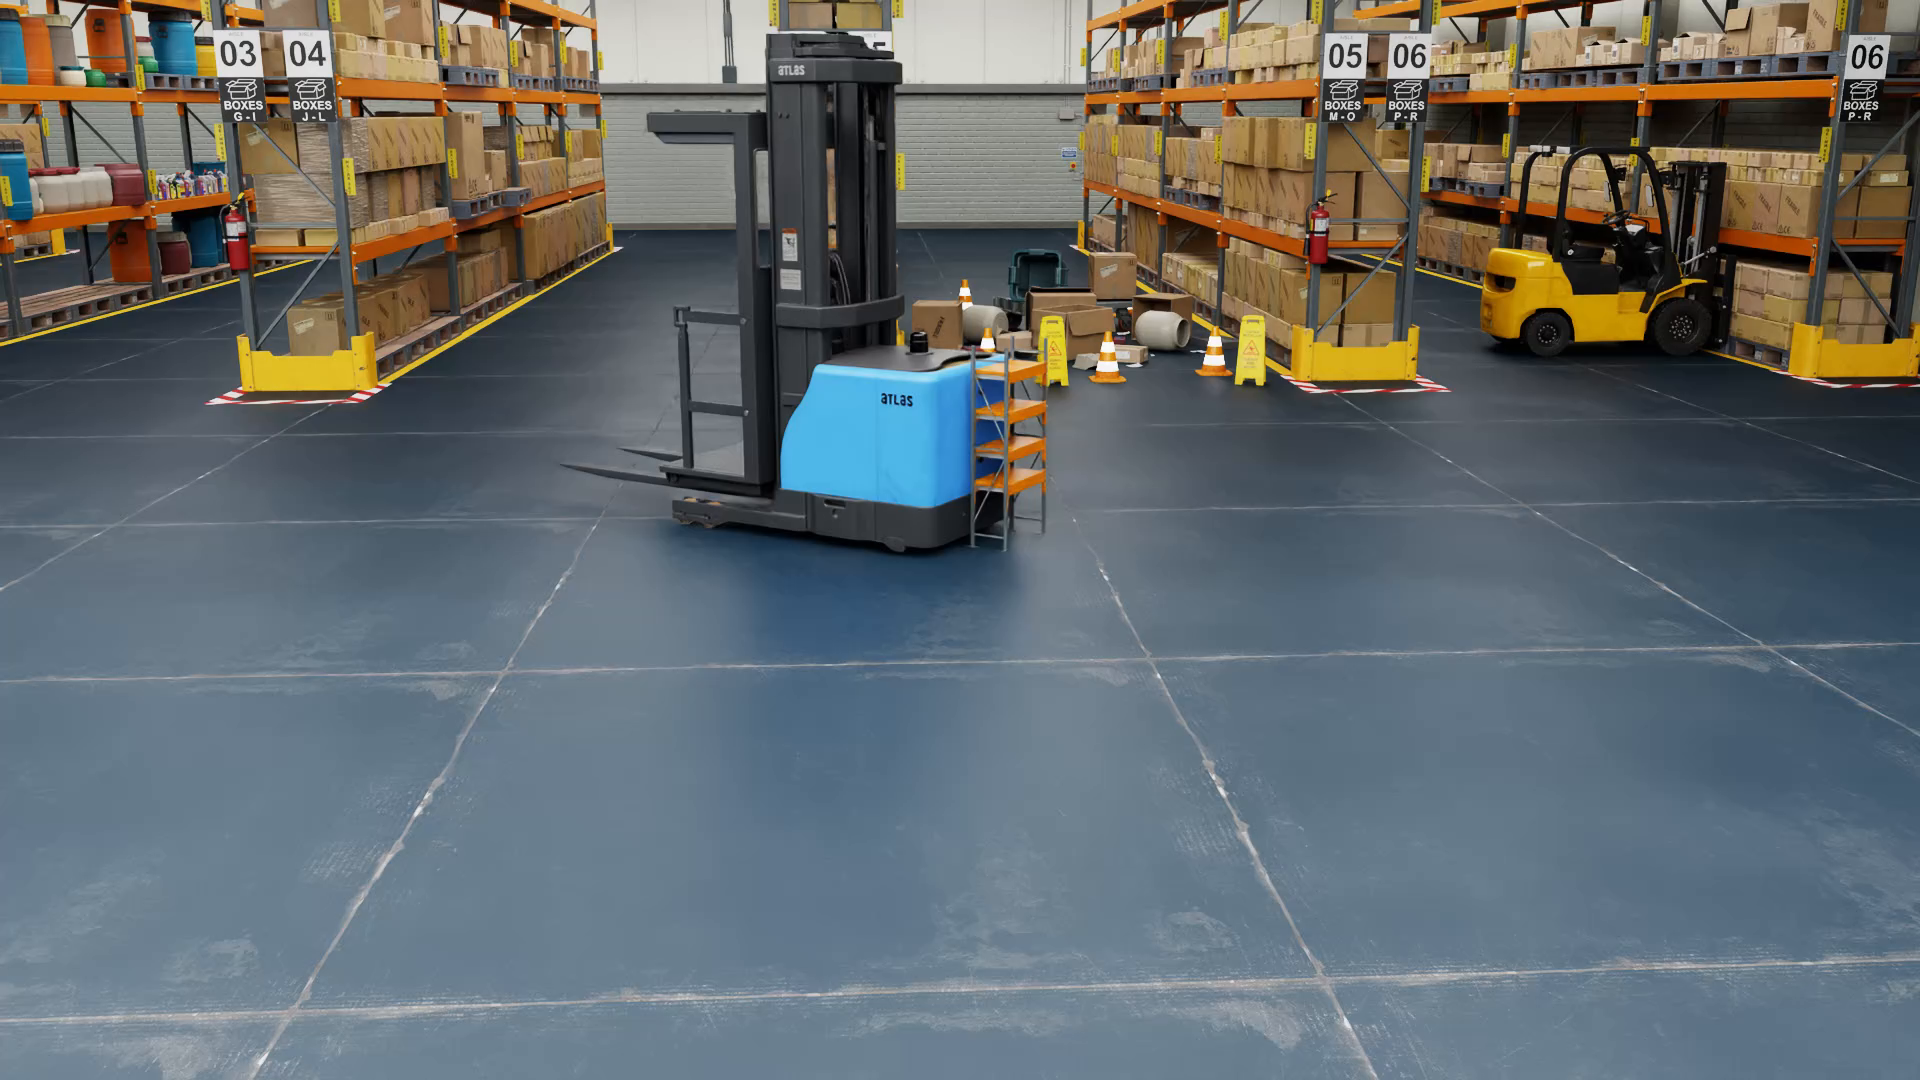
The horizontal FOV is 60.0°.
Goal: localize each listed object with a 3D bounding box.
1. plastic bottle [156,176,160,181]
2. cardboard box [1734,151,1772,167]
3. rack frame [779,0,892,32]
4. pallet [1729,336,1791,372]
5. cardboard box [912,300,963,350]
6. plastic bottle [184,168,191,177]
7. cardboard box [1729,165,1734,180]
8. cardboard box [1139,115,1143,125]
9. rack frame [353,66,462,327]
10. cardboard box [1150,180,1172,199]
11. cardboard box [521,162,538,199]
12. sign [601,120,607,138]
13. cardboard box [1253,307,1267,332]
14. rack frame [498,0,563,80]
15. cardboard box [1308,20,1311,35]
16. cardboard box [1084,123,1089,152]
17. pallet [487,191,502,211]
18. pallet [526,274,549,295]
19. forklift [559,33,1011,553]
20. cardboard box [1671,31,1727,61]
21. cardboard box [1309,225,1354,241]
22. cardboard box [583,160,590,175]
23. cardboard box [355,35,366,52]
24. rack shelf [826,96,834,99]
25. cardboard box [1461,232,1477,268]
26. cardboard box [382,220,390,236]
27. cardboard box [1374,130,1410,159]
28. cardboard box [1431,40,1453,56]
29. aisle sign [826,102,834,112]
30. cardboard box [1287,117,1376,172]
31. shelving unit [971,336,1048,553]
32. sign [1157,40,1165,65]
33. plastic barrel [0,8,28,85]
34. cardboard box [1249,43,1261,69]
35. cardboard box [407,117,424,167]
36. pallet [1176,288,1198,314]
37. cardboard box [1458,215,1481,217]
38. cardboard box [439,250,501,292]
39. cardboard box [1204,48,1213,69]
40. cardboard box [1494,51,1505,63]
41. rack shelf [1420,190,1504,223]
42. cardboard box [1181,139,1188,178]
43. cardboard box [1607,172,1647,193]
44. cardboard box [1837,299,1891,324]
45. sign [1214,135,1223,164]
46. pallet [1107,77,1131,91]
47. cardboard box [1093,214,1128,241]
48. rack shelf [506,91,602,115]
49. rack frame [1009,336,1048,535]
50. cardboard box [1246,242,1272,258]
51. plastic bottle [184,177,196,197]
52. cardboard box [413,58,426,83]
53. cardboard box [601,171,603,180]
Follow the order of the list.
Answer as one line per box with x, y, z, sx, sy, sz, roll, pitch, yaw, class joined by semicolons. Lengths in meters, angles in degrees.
-12.035;-5.296;24.840;0.152;0.276;0.135;-1;14;-3;plastic bottle
8.365;-3.996;17.439;0.380;0.149;0.250;-1;14;-2;cardboard box
-1.112;-5.814;14.564;1.000;3.000;0.127;-1;14;-3;rack frame
8.687;-1.927;17.092;1.003;0.211;1.213;-1;14;-3;pallet
-0.239;-2.324;18.051;0.500;0.500;0.500;2;15;6;cardboard box
-12.054;-5.639;26.021;0.144;0.351;0.185;-1;14;-3;plastic bottle
8.446;-3.915;17.718;0.380;0.149;0.250;-1;14;-4;cardboard box
2.834;-6.981;27.628;0.380;0.149;0.250;-1;14;-2;cardboard box
-6.316;-3.852;18.978;1.000;3.000;0.127;-1;14;-3;rack frame
3.036;-5.049;23.931;0.500;0.250;0.500;-1;14;-5;cardboard box
-6.357;-5.149;23.817;0.500;0.500;0.500;-1;14;-5;cardboard box
-6.517;-7.517;30.423;0.100;0.325;0.005;-1;14;-3;sign
3.442;-2.338;17.769;0.500;0.250;0.500;-1;14;-5;cardboard box
-6.812;-8.747;25.964;1.000;3.000;0.127;-1;14;-3;rack frame
3.529;-4.872;15.826;0.380;0.149;0.250;-1;14;-2;cardboard box
2.577;-7.398;30.554;0.500;0.500;0.500;-1;14;-5;cardboard box
-6.401;-4.262;20.958;1.003;0.211;1.213;-1;14;-3;pallet
-6.538;-3.694;23.959;1.003;0.211;1.213;-1;14;-3;pallet
-1.208;-1.595;10.342;3.031;2.935;1.130;8;17;29;forklift
8.337;-5.533;18.628;0.500;0.311;0.500;-1;14;-2;cardboard box
3.586;-2.978;16.087;0.380;0.149;0.250;0;14;-2;cardboard box
-6.666;-6.409;28.621;0.500;0.250;0.500;-1;14;-3;cardboard box
-5.859;-4.698;15.748;0.380;0.149;0.250;0;14;-1;cardboard box
-1.483;-5.505;20.827;1.077;0.370;4.000;-1;14;-3;rack shelf
7.984;-4.427;25.386;0.500;0.500;0.500;0;14;-1;cardboard box
-5.932;-3.121;16.641;0.380;0.149;0.250;-1;14;-3;cardboard box
7.638;-7.012;29.457;0.500;0.500;0.500;-1;14;-2;cardboard box
7.703;-7.920;26.799;0.396;0.266;0.258;-1;14;-4;cardboard box
-2.407;-8.161;30.506;0.394;0.787;0.004;-1;14;-3;aisle sign
3.573;-3.811;16.013;0.700;0.500;0.500;-1;14;-5;cardboard box
0.292;-0.577;9.859;0.258;1.200;0.503;8;16;29;shelving unit
2.772;-6.735;22.966;0.100;0.325;0.005;-1;14;-3;sign
-11.589;-5.920;19.988;0.600;0.901;0.708;-1;14;-3;plastic barrel
3.388;-5.163;17.756;0.500;0.250;0.500;-1;14;-3;cardboard box
-5.951;-4.173;17.419;0.500;0.500;0.500;-1;14;-3;cardboard box
3.446;-3.152;21.855;1.003;0.211;1.213;-1;14;-3;pallet
8.365;-5.227;27.193;0.380;0.149;0.250;-1;14;-3;cardboard box
-6.455;-3.545;21.920;0.700;0.500;0.500;-2;15;-8;cardboard box
3.337;-5.984;20.704;0.500;0.250;0.500;-1;14;-3;cardboard box
7.986;-7.008;24.128;0.380;0.149;0.250;-1;14;-5;cardboard box
8.157;-5.227;25.764;1.077;0.370;4.000;-1;14;-3;rack shelf
3.203;-5.019;21.873;0.500;0.500;0.500;-1;14;-2;cardboard box
8.243;-4.370;20.290;0.500;0.250;0.500;-1;14;-5;cardboard box
8.955;-2.322;16.703;0.500;0.250;0.500;-1;14;-2;cardboard box
3.021;-4.556;19.392;0.100;0.325;0.005;-1;14;-3;sign
3.039;-7.608;27.735;1.003;0.211;1.213;-1;14;-3;pallet
2.972;-5.790;30.807;0.875;0.438;0.875;-1;14;-5;cardboard box
-6.936;-7.443;28.360;1.077;0.370;4.000;-1;14;-3;rack shelf
0.413;-0.629;10.065;0.240;1.200;0.015;8;16;29;rack frame
3.343;-3.177;18.221;0.380;0.149;0.250;0;14;0;cardboard box
-11.298;-5.168;24.341;0.152;0.276;0.135;-1;14;-3;plastic bottle
-6.005;-4.993;17.693;0.500;0.250;0.500;-1;14;-2;cardboard box
-6.709;-6.631;30.284;0.380;0.149;0.250;-1;14;-2;cardboard box
